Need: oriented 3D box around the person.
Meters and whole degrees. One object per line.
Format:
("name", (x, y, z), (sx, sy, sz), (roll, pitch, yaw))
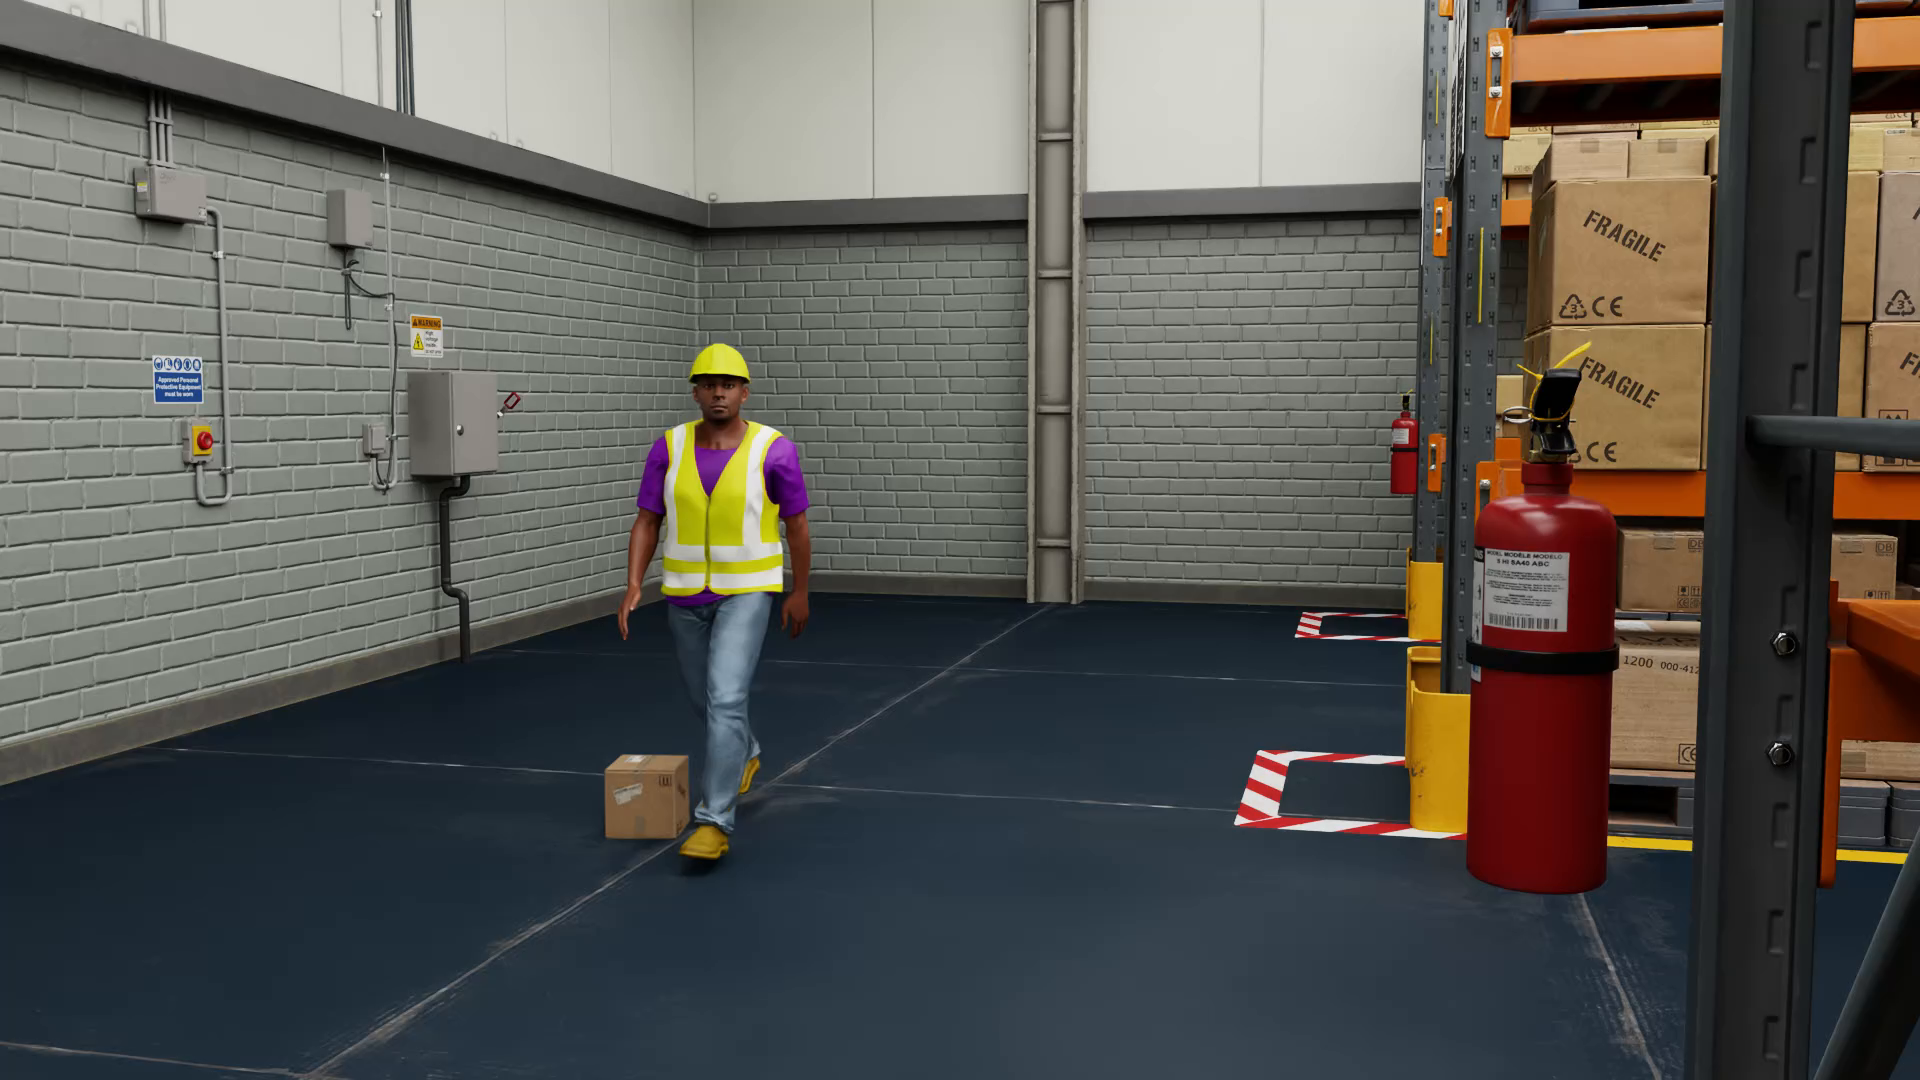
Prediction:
("person", (-0.843, 0.179, 5.812), (0.590, 1.720, 1.048), (1, 5, 11))
